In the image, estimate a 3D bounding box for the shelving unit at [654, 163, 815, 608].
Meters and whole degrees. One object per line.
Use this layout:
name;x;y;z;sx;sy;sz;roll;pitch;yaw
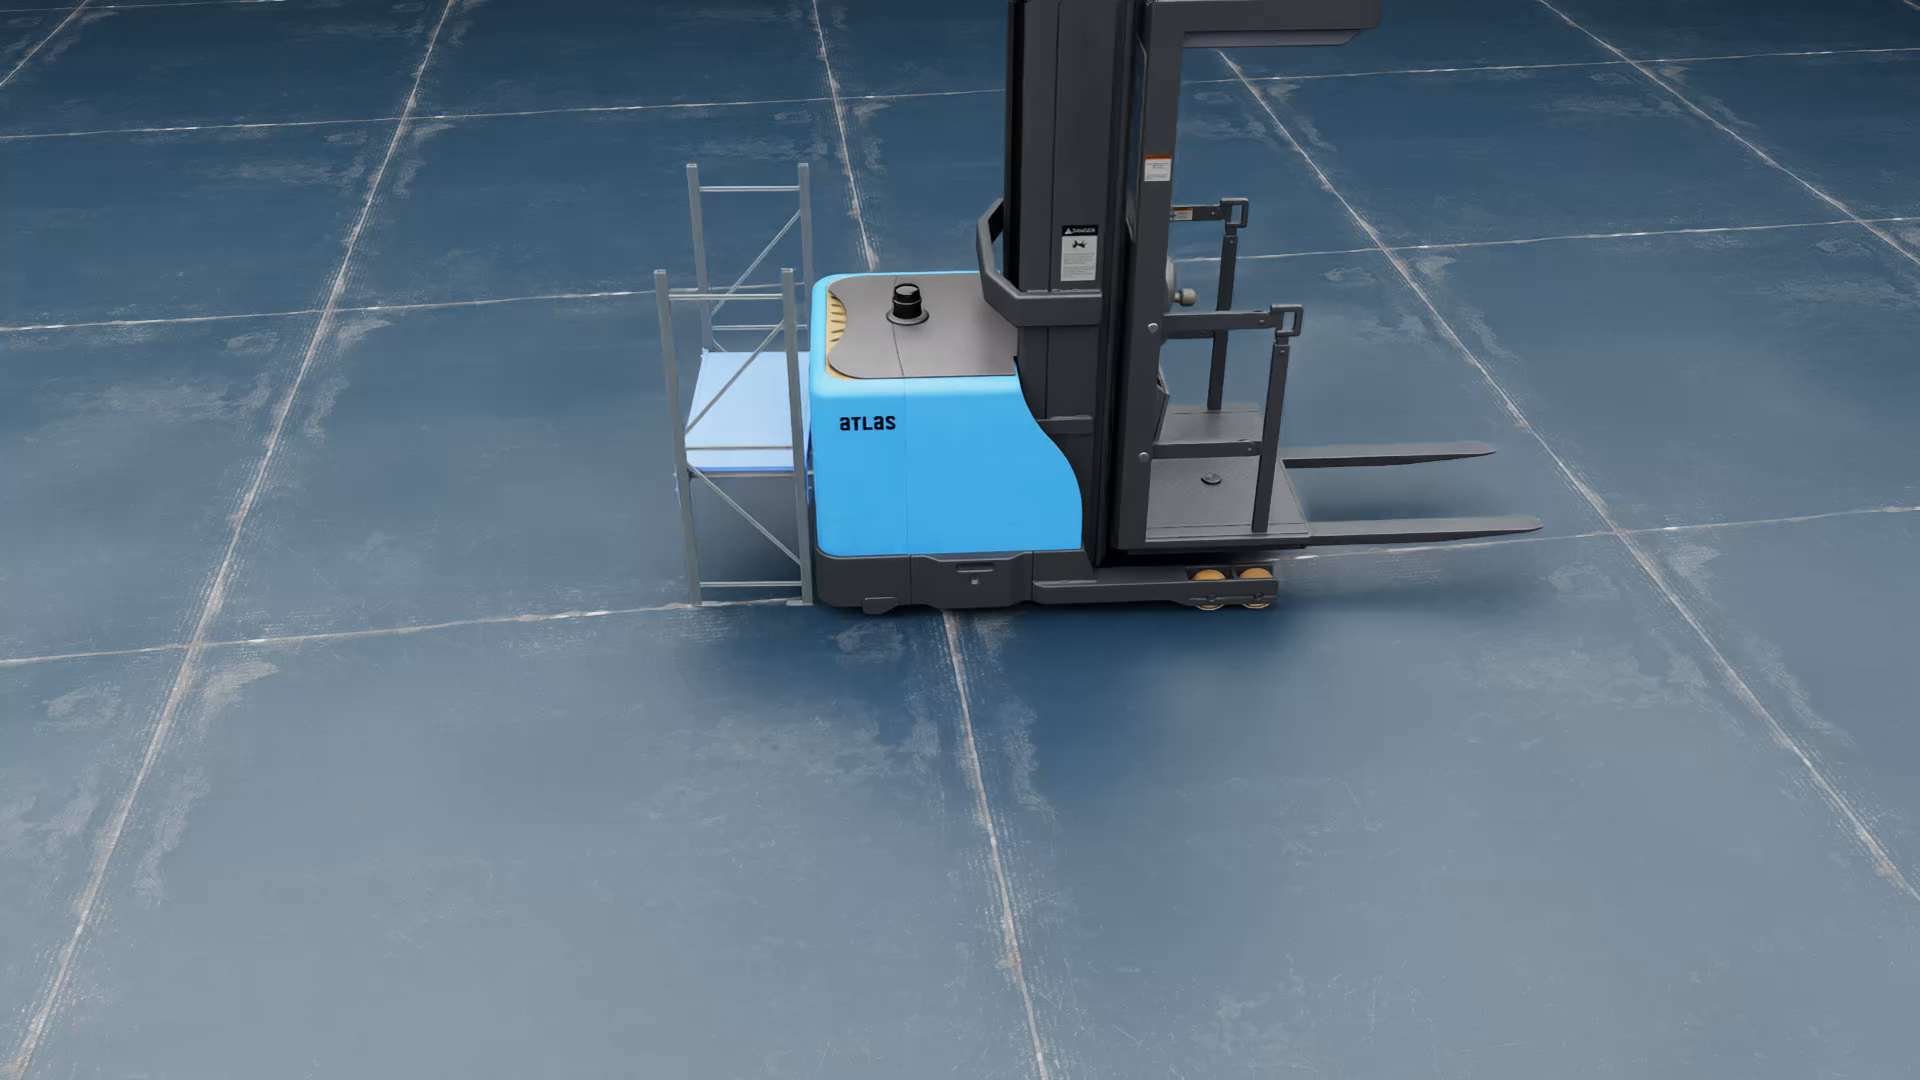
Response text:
shelving unit;-0.865;-0.640;6.857;0.538;1.500;1.048;-1;34;-1

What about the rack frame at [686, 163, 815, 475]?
rack frame;-0.876;-0.926;7.277;0.500;1.500;0.032;-1;34;-1

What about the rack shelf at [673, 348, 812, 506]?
rack shelf;-0.865;-0.491;6.958;0.538;0.185;1.000;-1;34;-1

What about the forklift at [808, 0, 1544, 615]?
forklift;0.906;-1.220;6.437;3.031;2.935;1.130;-2;34;-3

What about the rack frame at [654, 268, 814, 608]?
rack frame;-0.855;-0.353;6.437;0.500;1.500;0.032;-1;34;-1
